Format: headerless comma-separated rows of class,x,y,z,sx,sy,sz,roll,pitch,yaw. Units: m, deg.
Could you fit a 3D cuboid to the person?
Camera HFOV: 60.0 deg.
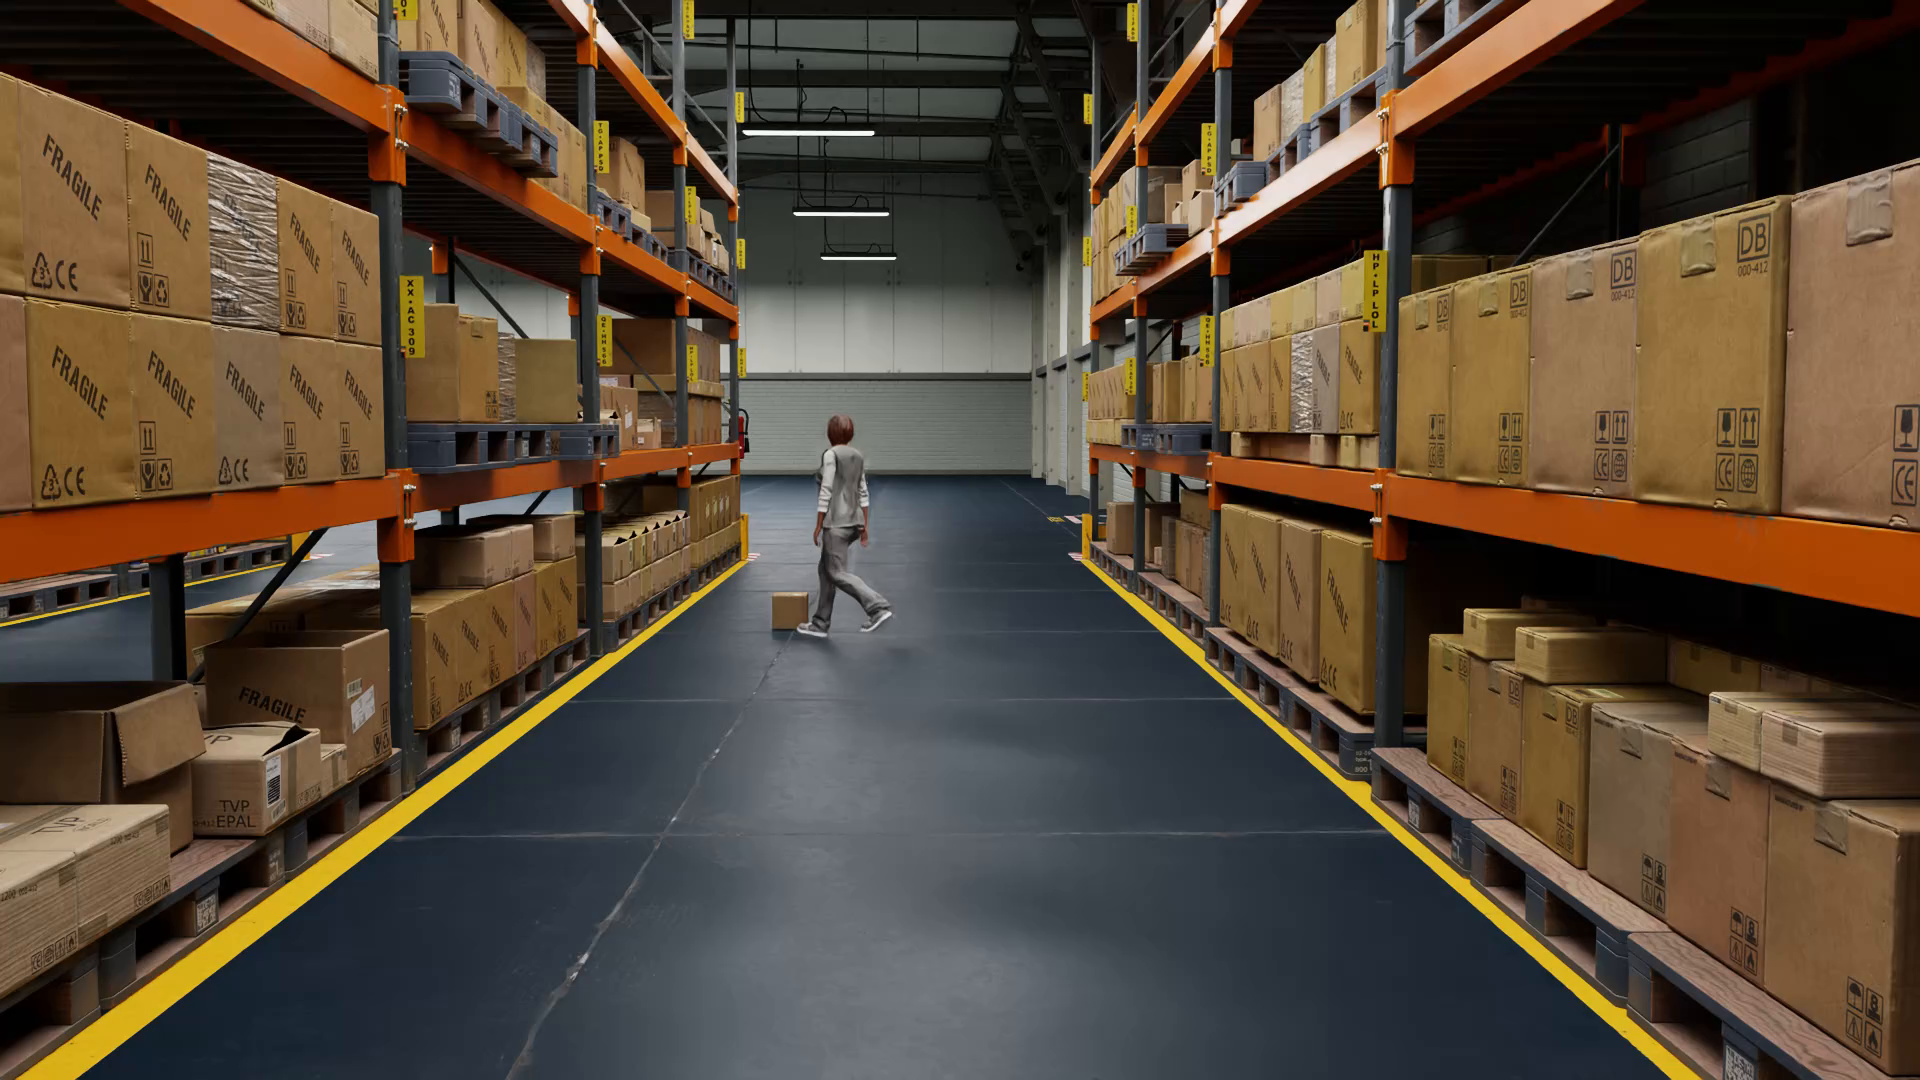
person,-0.792,-0.095,11.520,0.856,1.559,0.417,2,4,28
